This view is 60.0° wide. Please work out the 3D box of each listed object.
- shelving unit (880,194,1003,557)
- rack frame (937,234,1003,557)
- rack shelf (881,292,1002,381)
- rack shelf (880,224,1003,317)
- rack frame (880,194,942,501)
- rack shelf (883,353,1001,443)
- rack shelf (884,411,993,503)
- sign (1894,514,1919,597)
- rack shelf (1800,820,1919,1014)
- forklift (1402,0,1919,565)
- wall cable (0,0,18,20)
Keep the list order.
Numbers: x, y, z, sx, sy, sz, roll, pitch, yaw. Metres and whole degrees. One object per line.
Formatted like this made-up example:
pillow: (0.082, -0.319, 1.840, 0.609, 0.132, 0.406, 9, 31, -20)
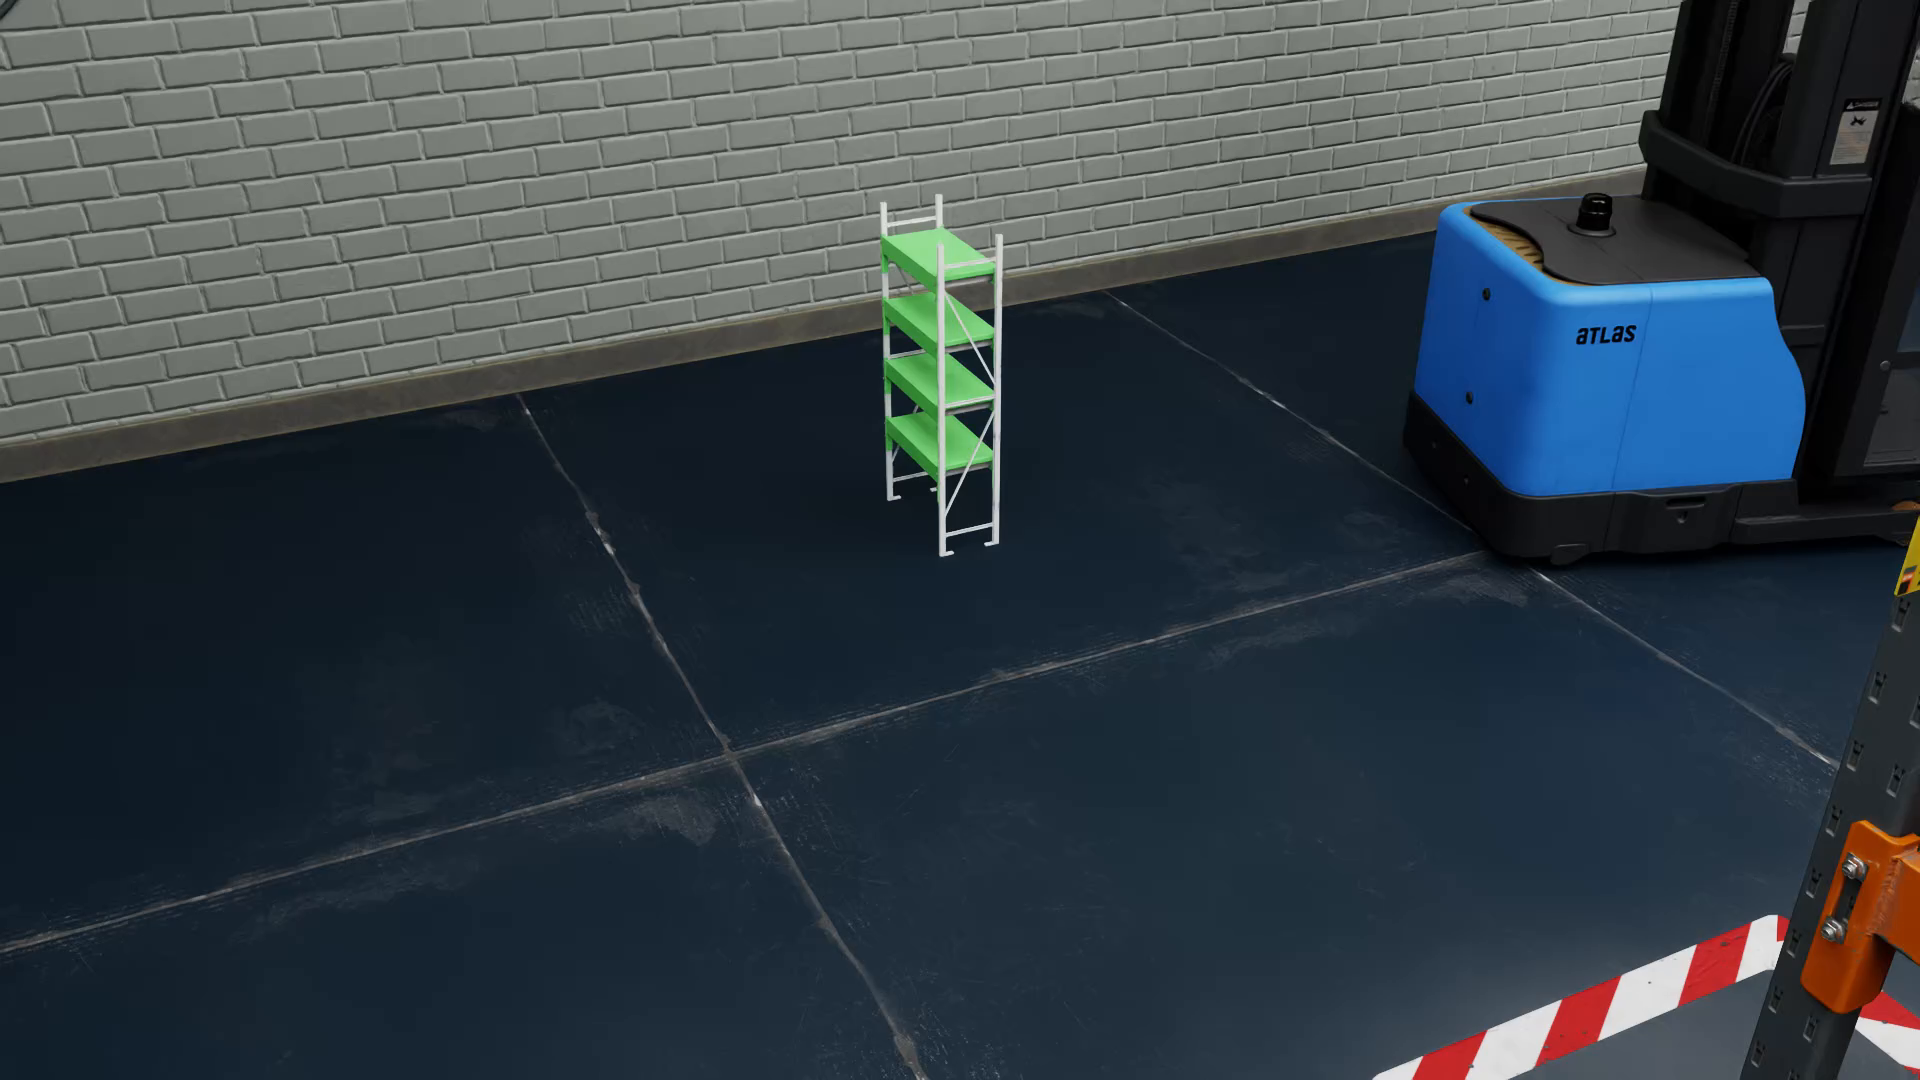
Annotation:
shelving unit: (-0.071, -0.596, 6.087, 0.258, 1.200, 0.503, -13, 32, -22)
rack frame: (0.034, -0.489, 5.895, 0.240, 1.200, 0.015, -13, 32, -22)
rack shelf: (-0.071, -0.750, 6.001, 0.258, 0.148, 0.480, -13, 32, -22)
rack shelf: (-0.071, -0.959, 5.883, 0.258, 0.148, 0.480, -13, 32, -22)
rack frame: (-0.176, -0.704, 6.279, 0.240, 1.200, 0.015, -13, 32, -22)
rack shelf: (-0.071, -0.541, 6.118, 0.258, 0.148, 0.480, -13, 32, -22)
rack shelf: (-0.071, -0.331, 6.236, 0.258, 0.148, 0.480, -13, 32, -22)
sign: (1.439, -0.068, 2.420, 0.100, 0.325, 0.005, -13, 32, -22)
rack shelf: (2.788, 1.393, 1.435, 1.077, 0.370, 4.000, -13, 32, -22)
forklift: (3.373, -1.507, 5.941, 3.031, 2.935, 1.130, -4, 30, -7)
wall cable: (-4.648, -2.599, 4.858, 3.097, 2.526, 0.112, -13, 32, -22)
